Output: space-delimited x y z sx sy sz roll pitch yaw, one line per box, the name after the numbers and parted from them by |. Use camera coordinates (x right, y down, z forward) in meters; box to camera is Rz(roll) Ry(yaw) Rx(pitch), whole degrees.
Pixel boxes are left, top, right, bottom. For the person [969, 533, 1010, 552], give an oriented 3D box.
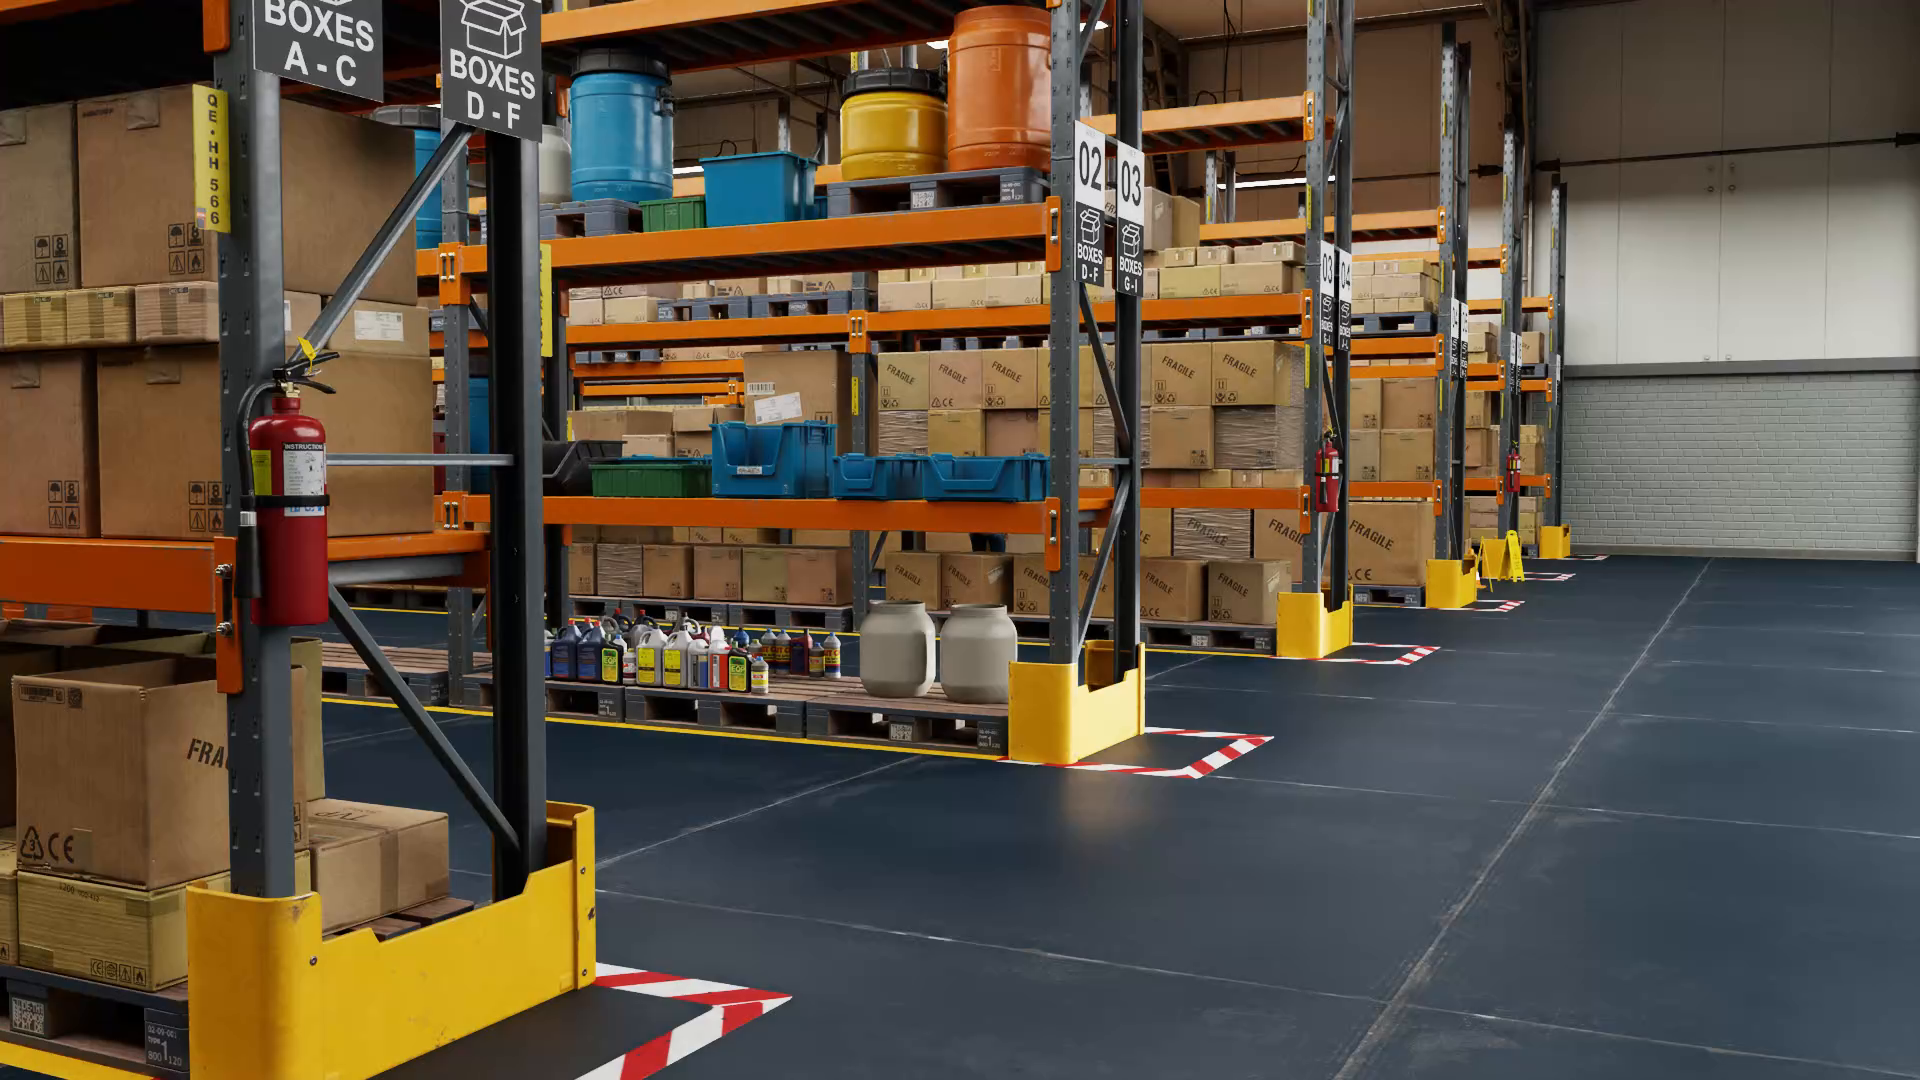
0.283 -0.079 16.884 0.462 1.591 0.344 1 3 24 | person
